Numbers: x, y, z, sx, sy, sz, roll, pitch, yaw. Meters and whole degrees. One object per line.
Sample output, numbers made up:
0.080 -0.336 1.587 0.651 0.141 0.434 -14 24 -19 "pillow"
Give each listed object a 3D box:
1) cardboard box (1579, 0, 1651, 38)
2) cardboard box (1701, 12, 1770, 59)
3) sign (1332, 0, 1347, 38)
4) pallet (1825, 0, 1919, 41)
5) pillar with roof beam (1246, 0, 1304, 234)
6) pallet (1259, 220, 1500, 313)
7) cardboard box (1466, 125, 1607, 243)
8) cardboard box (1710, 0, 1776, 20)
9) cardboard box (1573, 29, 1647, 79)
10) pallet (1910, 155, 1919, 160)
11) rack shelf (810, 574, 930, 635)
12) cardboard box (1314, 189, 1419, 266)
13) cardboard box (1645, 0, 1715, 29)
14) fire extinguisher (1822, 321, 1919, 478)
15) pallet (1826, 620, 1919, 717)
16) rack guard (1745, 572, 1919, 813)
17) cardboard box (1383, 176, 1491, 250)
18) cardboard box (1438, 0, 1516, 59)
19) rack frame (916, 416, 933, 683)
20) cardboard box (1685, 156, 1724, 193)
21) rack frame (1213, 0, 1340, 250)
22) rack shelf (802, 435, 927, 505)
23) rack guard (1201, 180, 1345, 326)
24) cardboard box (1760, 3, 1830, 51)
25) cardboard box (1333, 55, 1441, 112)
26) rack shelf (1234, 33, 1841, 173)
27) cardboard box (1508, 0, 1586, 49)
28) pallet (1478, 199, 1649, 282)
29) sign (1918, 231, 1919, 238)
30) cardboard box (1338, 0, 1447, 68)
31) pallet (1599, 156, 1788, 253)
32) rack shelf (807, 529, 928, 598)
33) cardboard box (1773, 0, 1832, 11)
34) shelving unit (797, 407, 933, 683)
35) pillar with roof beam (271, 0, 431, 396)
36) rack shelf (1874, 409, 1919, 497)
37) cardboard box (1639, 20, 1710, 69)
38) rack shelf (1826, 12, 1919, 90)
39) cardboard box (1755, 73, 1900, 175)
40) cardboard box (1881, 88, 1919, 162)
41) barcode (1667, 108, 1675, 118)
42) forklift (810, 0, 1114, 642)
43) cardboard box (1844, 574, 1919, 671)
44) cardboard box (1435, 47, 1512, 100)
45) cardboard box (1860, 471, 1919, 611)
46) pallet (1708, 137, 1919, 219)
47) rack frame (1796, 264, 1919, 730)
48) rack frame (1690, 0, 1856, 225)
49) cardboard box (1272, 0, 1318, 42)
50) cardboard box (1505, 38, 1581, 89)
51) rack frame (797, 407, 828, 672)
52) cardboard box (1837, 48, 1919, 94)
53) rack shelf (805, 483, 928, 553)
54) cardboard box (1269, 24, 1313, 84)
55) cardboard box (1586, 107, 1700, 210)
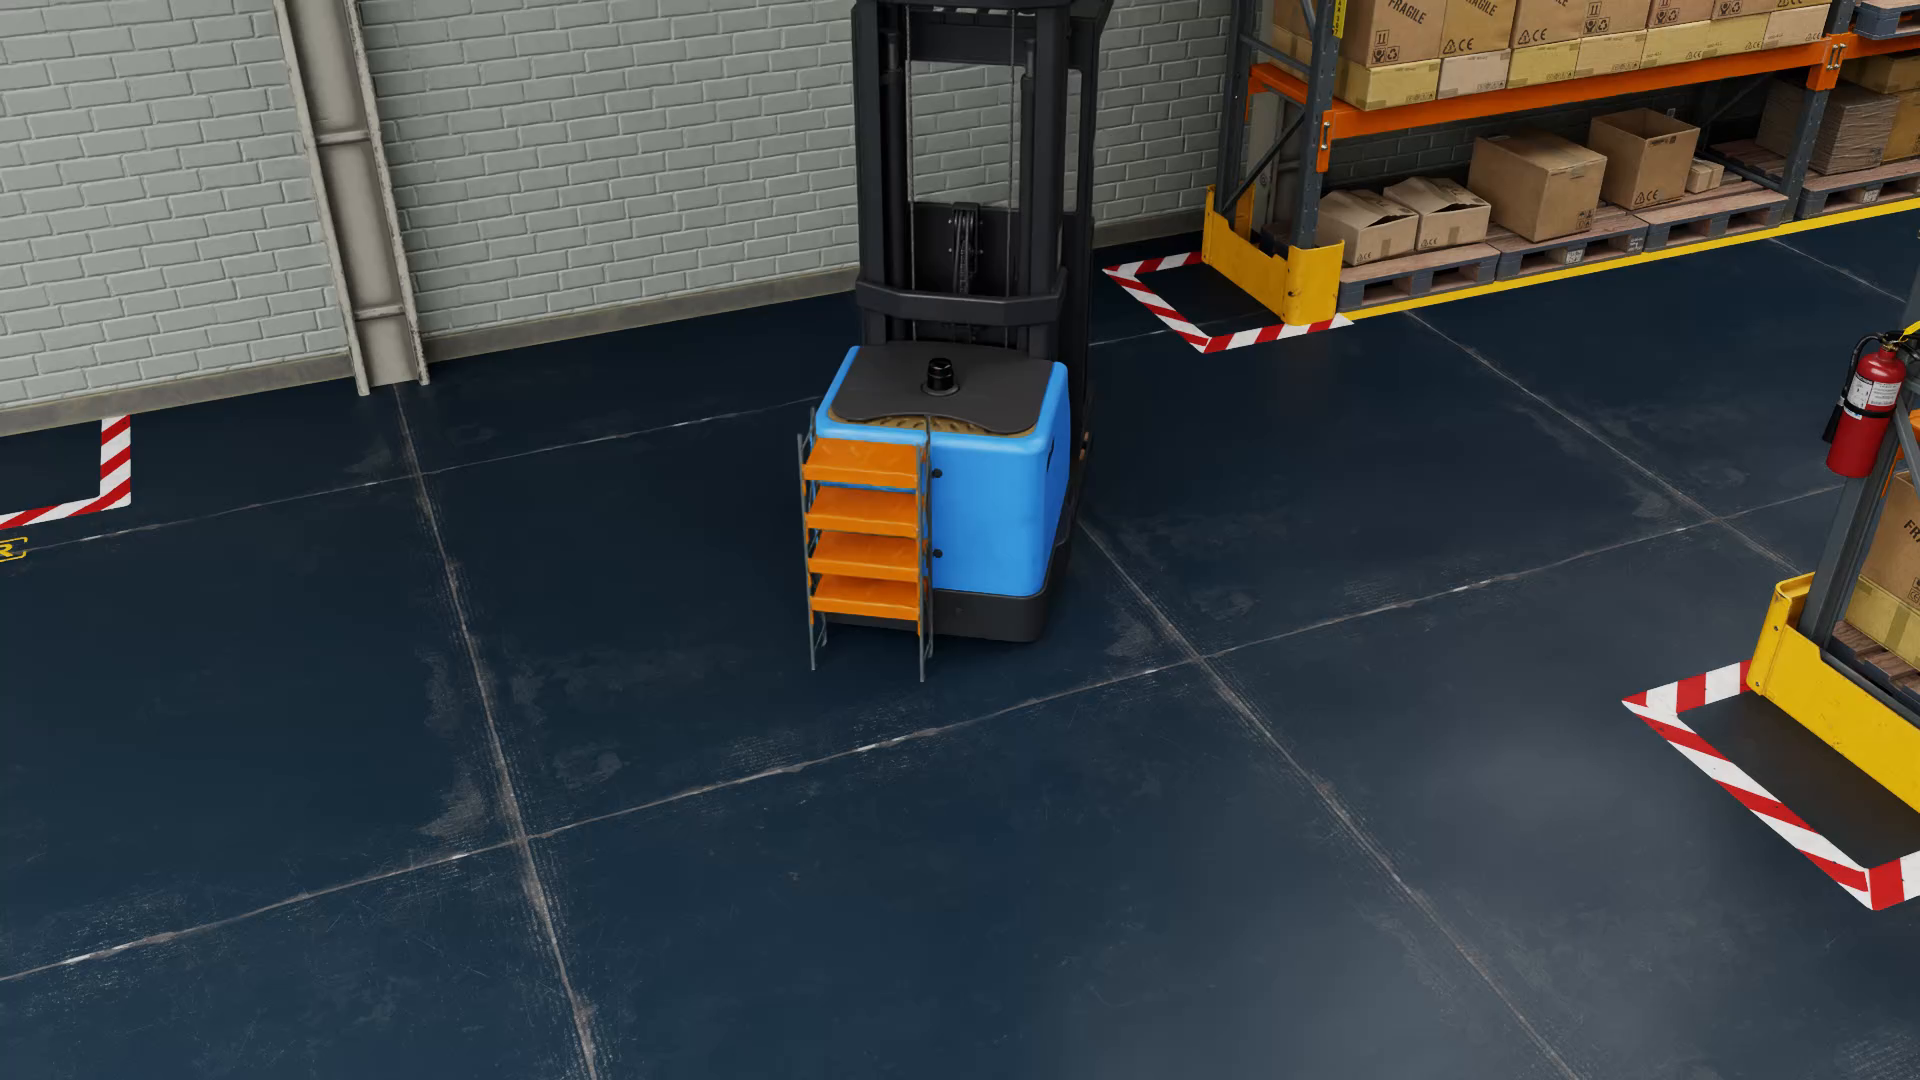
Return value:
3.876 -3.414 10.178 0.500 0.500 0.500 -12 35 -17 "cardboard box"
4.816 -3.320 10.722 0.500 0.250 0.500 -13 35 -19 "cardboard box"
2.120 -2.974 9.277 0.005 0.325 0.100 -13 35 -19 "sign"
6.359 -3.736 11.418 1.213 0.211 1.003 -13 35 -19 "pallet"
3.887 -3.816 5.864 0.400 9.000 9.100 -13 35 -19 "pillar with roof beam"
2.743 -1.885 10.953 1.213 0.211 1.003 -13 35 -19 "pallet"
3.804 -2.372 11.033 0.500 0.500 0.700 -15 36 -22 "cardboard box"
4.824 -3.625 10.502 0.500 0.500 0.500 -13 35 -19 "cardboard box"
3.895 -3.100 10.383 0.500 0.250 0.500 -13 35 -19 "cardboard box"
7.442 -2.984 12.643 1.213 0.211 1.003 -13 35 -19 "pallet"
-0.388 0.260 7.237 0.480 0.148 0.258 5 33 8 "rack shelf"
2.583 -2.042 10.700 0.500 0.311 0.500 -17 37 -24 "cardboard box"
4.355 -3.524 10.347 0.500 0.500 0.500 -14 36 -20 "cardboard box"
3.542 -0.570 6.446 0.183 0.674 0.296 -13 35 -19 "fire extinguisher"
4.520 0.593 7.146 1.213 0.211 1.003 -13 35 -19 "pallet"
3.809 0.659 6.779 0.348 0.500 1.175 -13 35 -19 "rack guard"
3.108 -2.162 10.885 0.500 0.311 0.500 -10 34 -15 "cardboard box"
2.926 -3.193 9.838 0.500 0.500 0.500 -13 35 -19 "cardboard box"
-0.147 0.059 7.058 0.015 1.200 0.240 5 33 8 "rack frame"
5.116 -2.597 11.686 0.250 0.166 0.380 -18 37 -25 "cardboard box"
1.910 -2.884 9.932 0.127 3.000 1.000 -13 35 -19 "rack frame"
-0.388 -0.292 6.878 0.480 0.148 0.258 5 33 8 "rack shelf"
1.980 -1.852 10.638 0.348 0.500 1.175 -13 35 -19 "rack guard"
5.279 -3.422 10.877 0.500 0.250 0.500 -13 35 -19 "cardboard box"
2.483 -2.773 9.880 0.500 0.250 0.500 -14 36 -20 "cardboard box"
3.754 -3.005 10.777 4.000 0.370 1.077 -13 35 -19 "rack shelf"
3.405 -3.299 10.001 0.500 0.500 0.500 -14 36 -20 "cardboard box"
3.866 -2.140 11.346 1.213 0.211 1.003 -13 35 -19 "pallet"
3.634 -1.254 6.148 0.005 0.325 0.100 -13 35 -19 "sign"
2.466 -3.093 9.685 0.500 0.500 0.500 -13 35 -19 "cardboard box"
4.993 -2.400 11.745 1.213 0.211 1.003 -13 35 -19 "pallet"
-0.388 0.094 7.129 0.480 0.148 0.258 5 33 8 "rack shelf"
5.282 -3.733 10.668 0.500 0.500 0.500 -13 35 -19 "cardboard box"
-0.388 0.037 7.092 0.503 1.200 0.258 5 33 8 "shelving unit"
-1.645 -2.550 3.917 0.400 9.000 9.100 -13 35 -19 "pillar with roof beam"
5.675 -0.514 6.950 4.000 0.370 1.077 -13 35 -19 "rack shelf"
4.358 -3.207 10.547 0.500 0.250 0.500 -13 35 -19 "cardboard box"
7.442 -3.849 12.075 4.000 0.370 1.077 -13 35 -19 "rack shelf"
6.270 -3.029 12.043 0.500 0.500 0.700 -12 35 -17 "cardboard box"
6.727 -3.163 12.250 0.500 0.500 0.700 -14 35 -20 "cardboard box"
5.007 -3.006 11.715 0.075 0.075 0.001 -13 35 -19 "barcode"
0.110 -1.565 7.968 1.130 2.935 3.031 6 33 8 "forklift"
4.211 0.321 7.142 0.500 0.250 0.500 -13 35 -19 "cardboard box"
2.956 -2.890 10.060 0.500 0.250 0.500 -14 36 -20 "cardboard box"
4.210 0.006 6.940 0.500 0.500 0.500 -13 35 -19 "cardboard box"
6.315 -2.725 12.244 1.213 0.211 1.003 -13 35 -19 "pallet"
3.831 -0.394 6.105 0.127 3.000 1.000 -13 35 -19 "rack frame"
5.598 -3.728 11.230 0.127 3.000 1.000 -13 35 -19 "rack frame"
2.262 -3.350 10.080 0.500 0.500 0.500 -13 35 -19 "cardboard box"
3.428 -2.994 10.221 0.500 0.250 0.500 -13 35 -20 "cardboard box"
-0.628 0.015 7.126 0.015 1.200 0.240 5 33 8 "rack frame"
6.675 -3.438 11.984 0.500 0.250 0.500 -14 35 -20 "cardboard box"
-0.388 -0.094 7.007 0.480 0.148 0.258 5 33 8 "rack shelf"
2.266 -3.026 10.269 0.500 0.250 0.500 -12 35 -18 "cardboard box"
4.657 -2.626 11.424 0.500 0.500 0.500 -16 36 -22 "cardboard box"
